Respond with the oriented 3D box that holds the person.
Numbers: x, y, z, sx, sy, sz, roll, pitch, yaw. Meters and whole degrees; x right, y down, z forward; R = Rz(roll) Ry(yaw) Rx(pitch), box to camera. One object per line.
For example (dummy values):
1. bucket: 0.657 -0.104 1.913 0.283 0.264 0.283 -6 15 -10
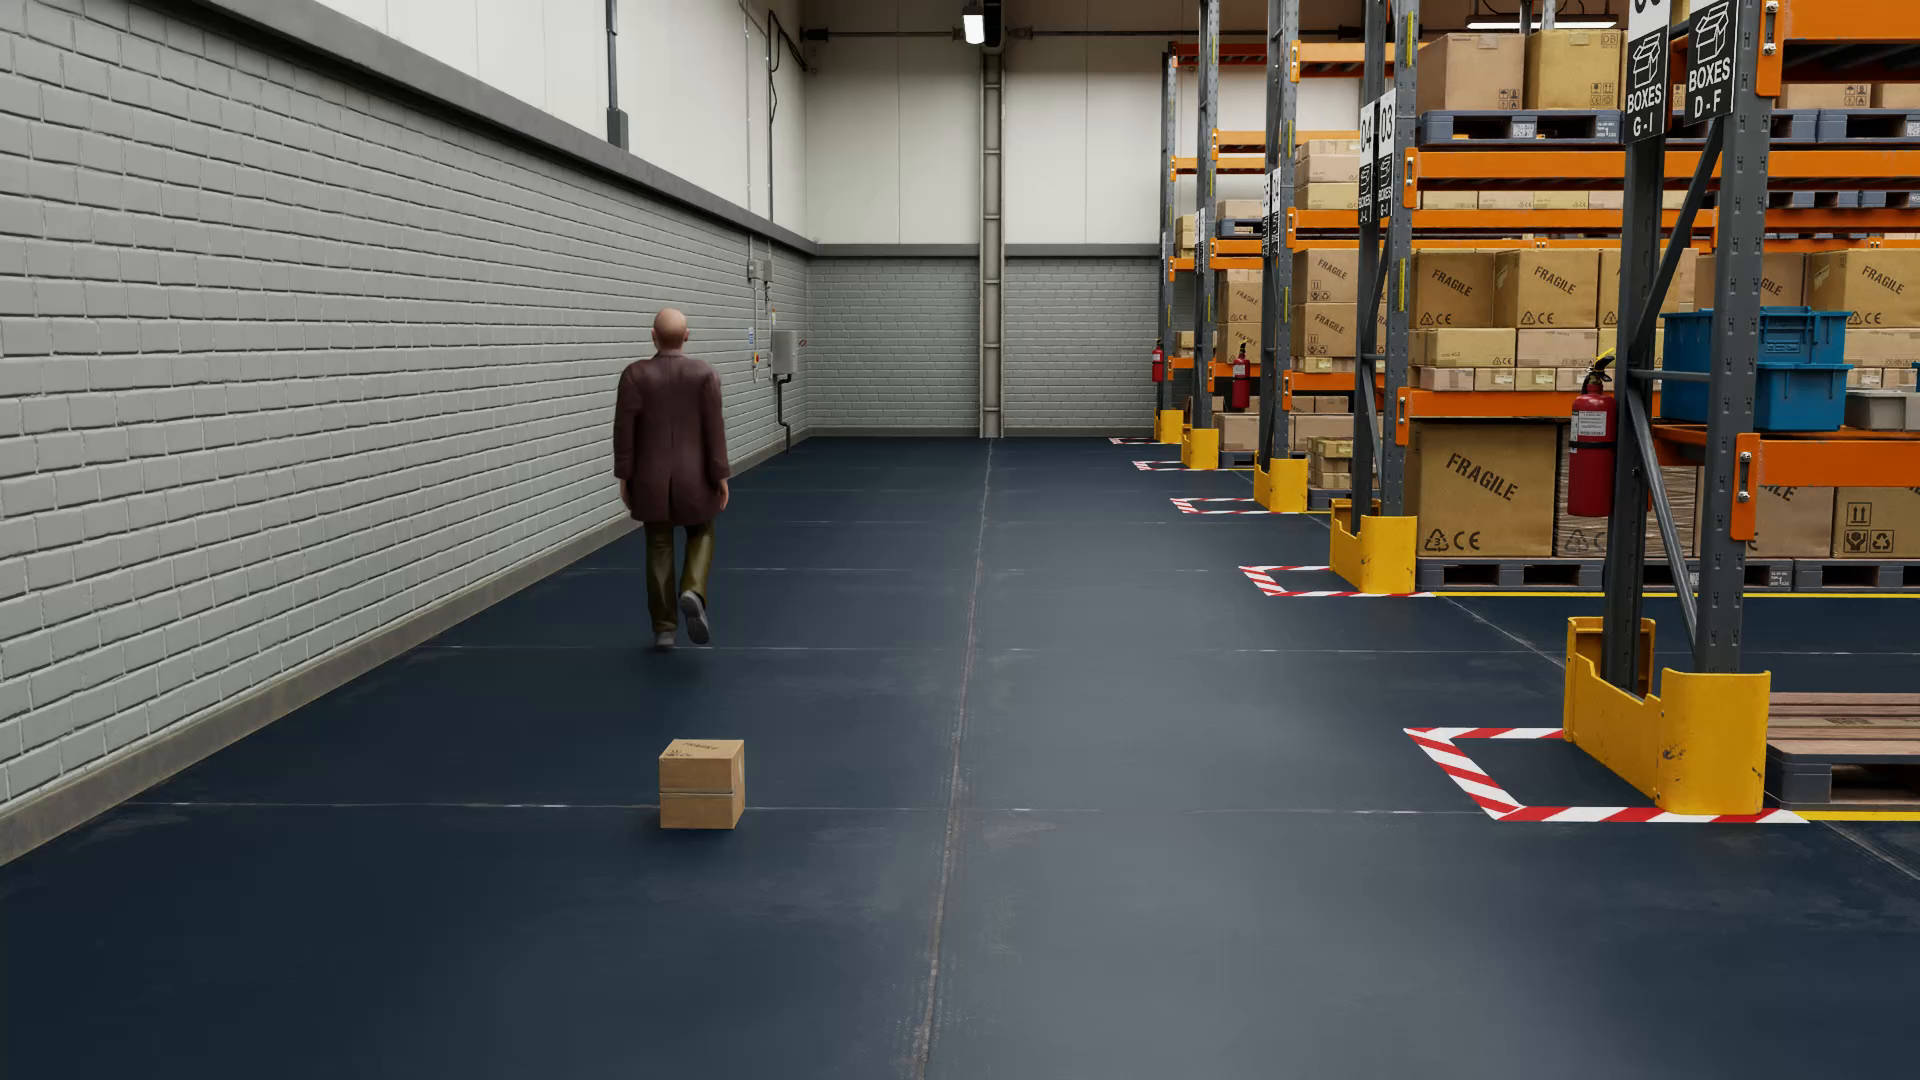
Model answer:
1. person: -1.519 -0.232 8.804 0.606 1.583 0.509 -1 7 -9
